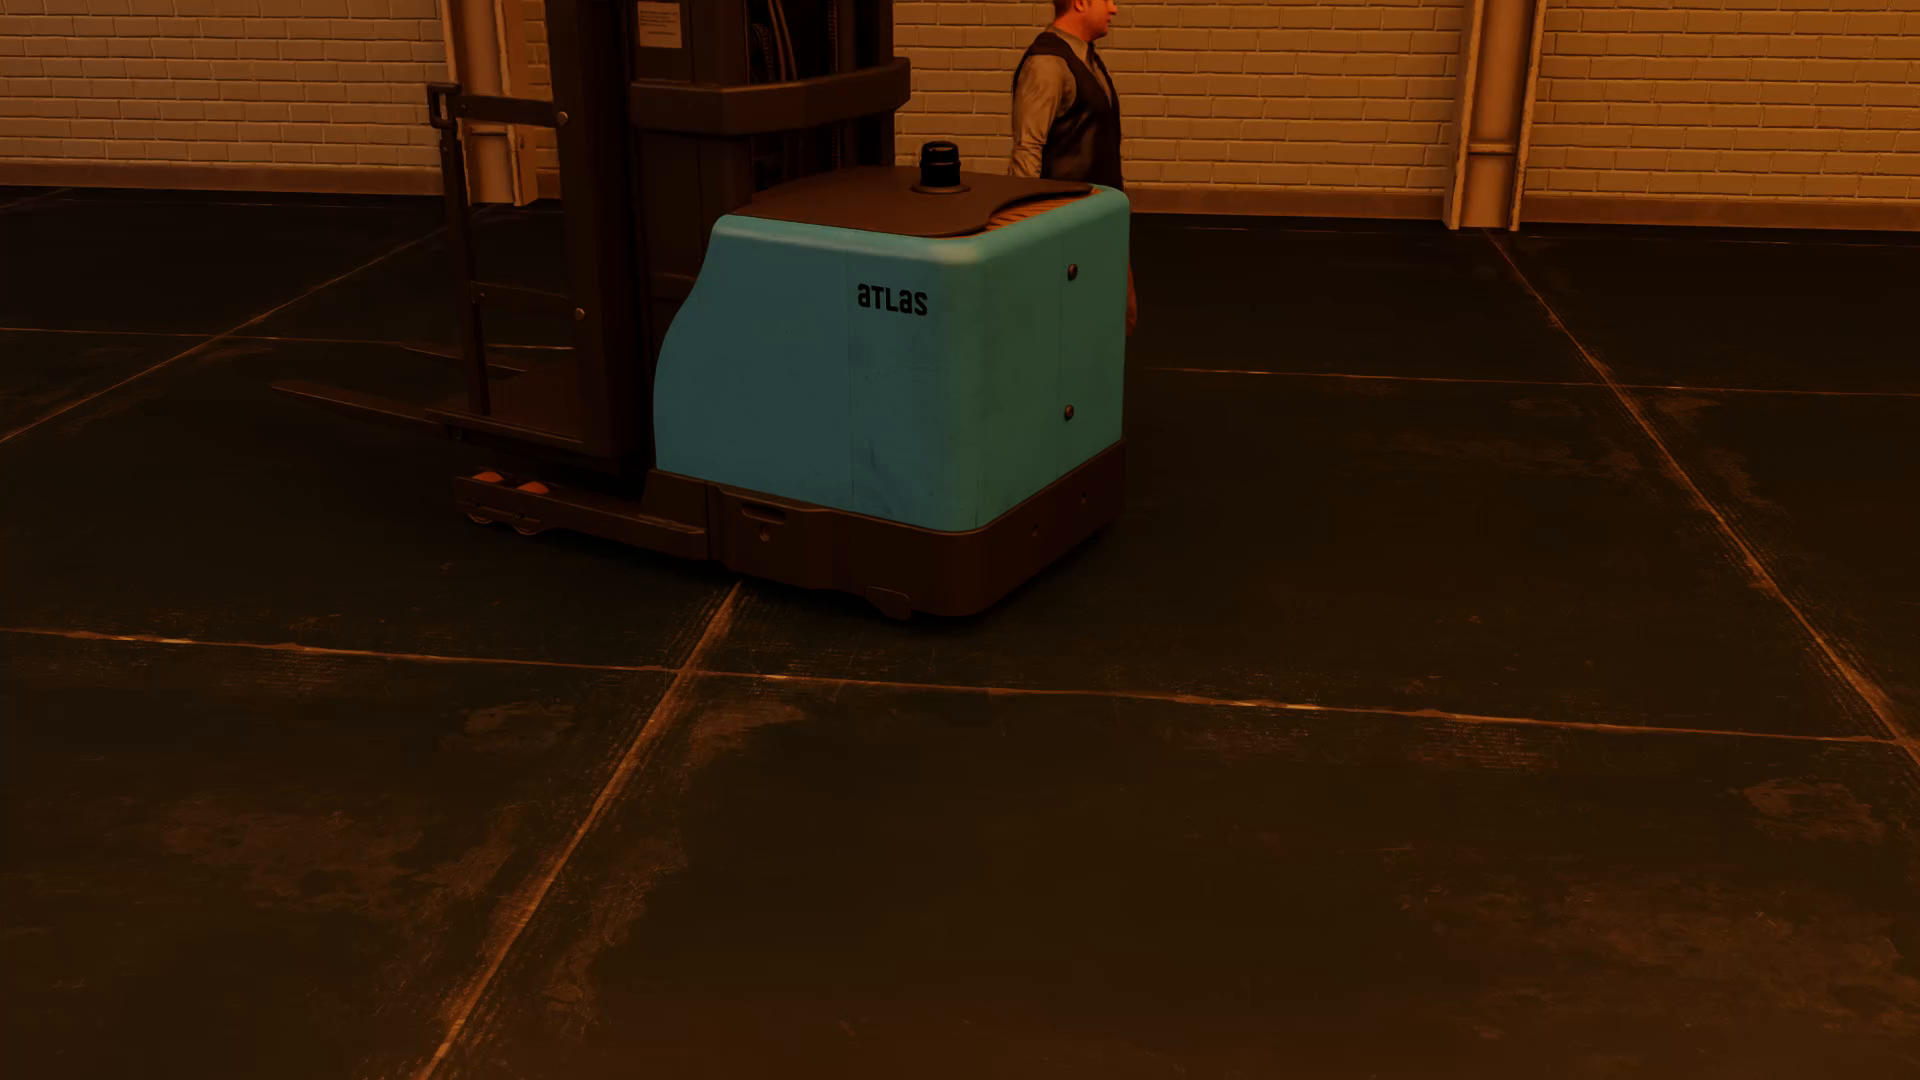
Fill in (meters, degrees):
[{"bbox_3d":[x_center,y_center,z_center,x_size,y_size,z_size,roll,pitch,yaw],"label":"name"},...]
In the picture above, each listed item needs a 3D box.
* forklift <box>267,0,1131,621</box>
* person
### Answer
[{"bbox_3d":[-1.016,-1.528,5.048,3.031,2.935,1.130,12,25,28],"label":"forklift"},{"bbox_3d":[0.349,-1.075,5.692,0.394,1.702,0.815,9,24,22],"label":"person"}]
